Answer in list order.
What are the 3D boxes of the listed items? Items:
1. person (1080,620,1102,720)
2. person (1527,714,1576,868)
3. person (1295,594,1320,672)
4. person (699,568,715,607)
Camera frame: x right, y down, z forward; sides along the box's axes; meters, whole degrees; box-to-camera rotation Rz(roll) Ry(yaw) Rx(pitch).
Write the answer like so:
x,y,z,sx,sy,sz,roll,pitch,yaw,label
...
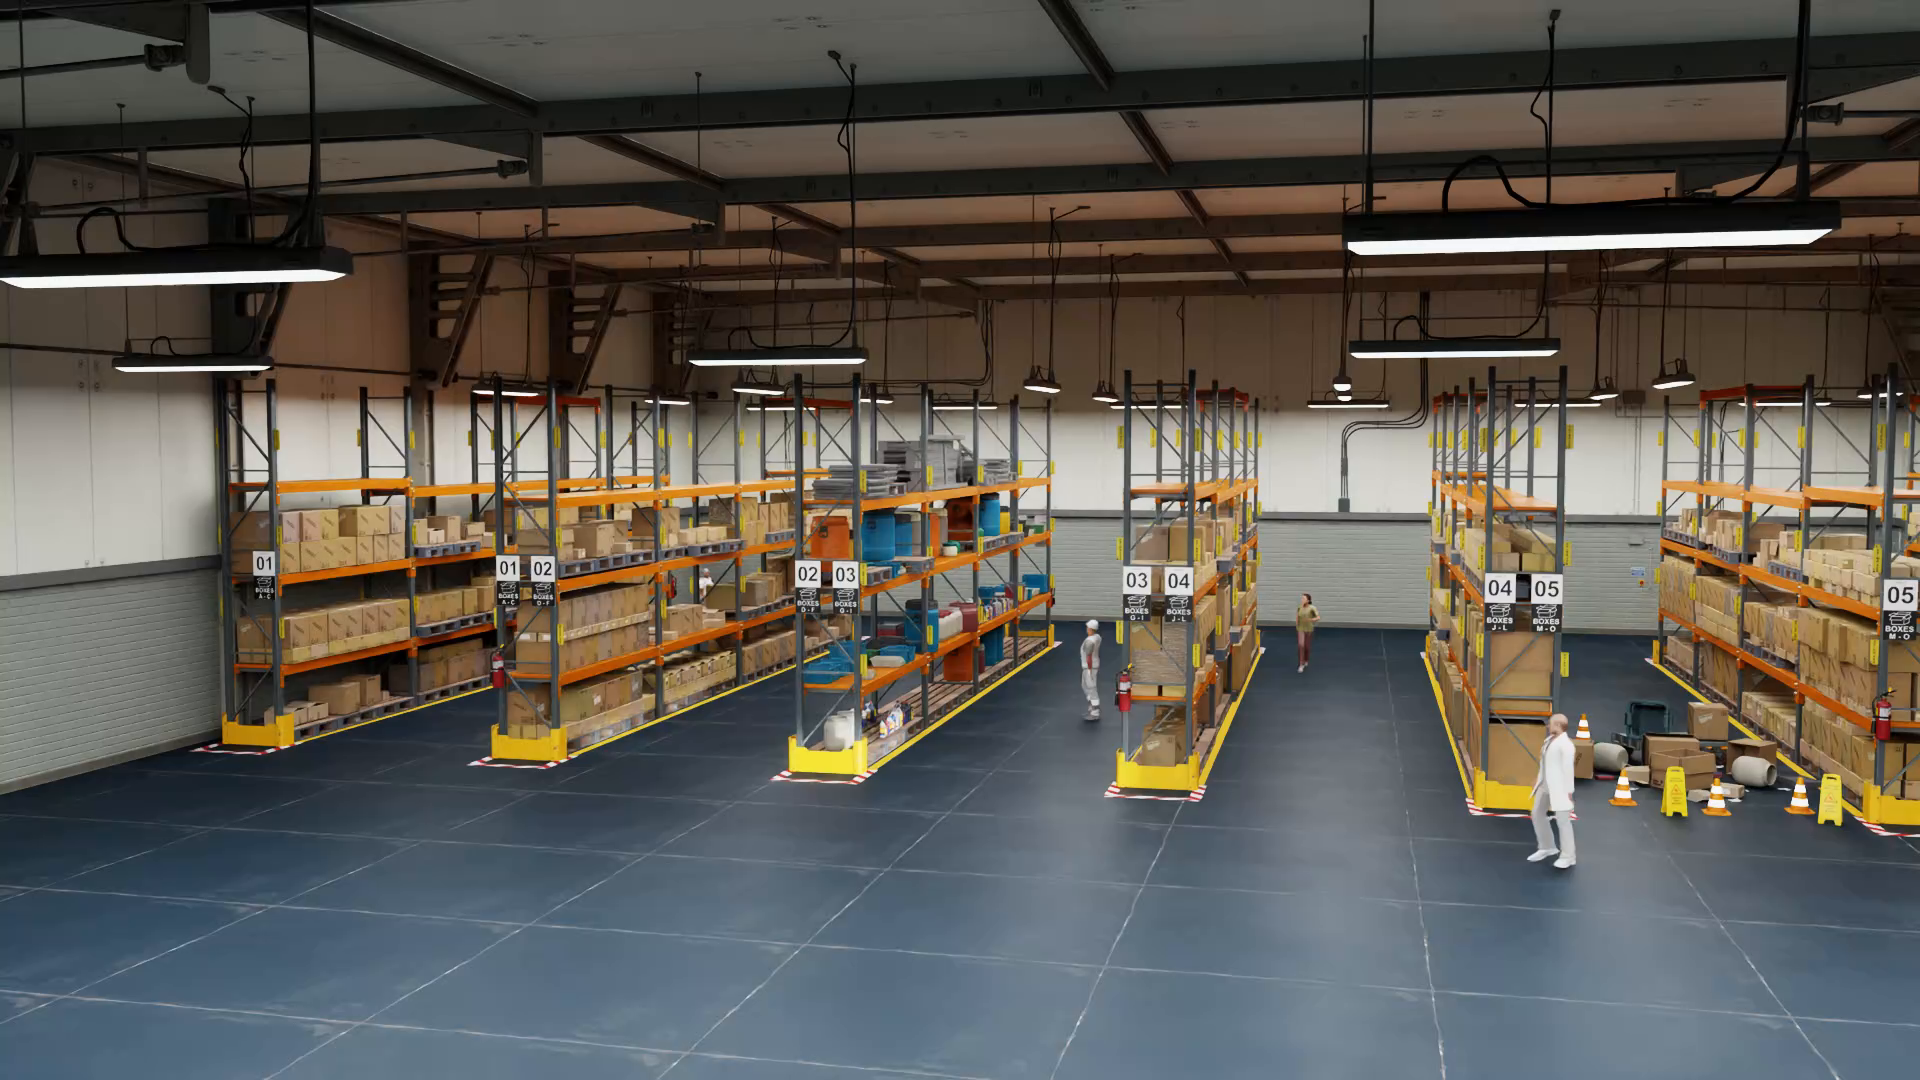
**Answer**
x,y,z,sx,sy,sz,roll,pitch,yaw,label
2.351,2.313,29.795,0.365,1.805,0.702,1,4,12,person
6.978,2.930,19.580,0.446,1.808,0.691,-1,4,-14,person
7.530,1.981,36.027,0.523,1.644,0.997,1,3,12,person
-6.549,1.568,43.467,0.535,1.676,0.591,3,4,38,person
